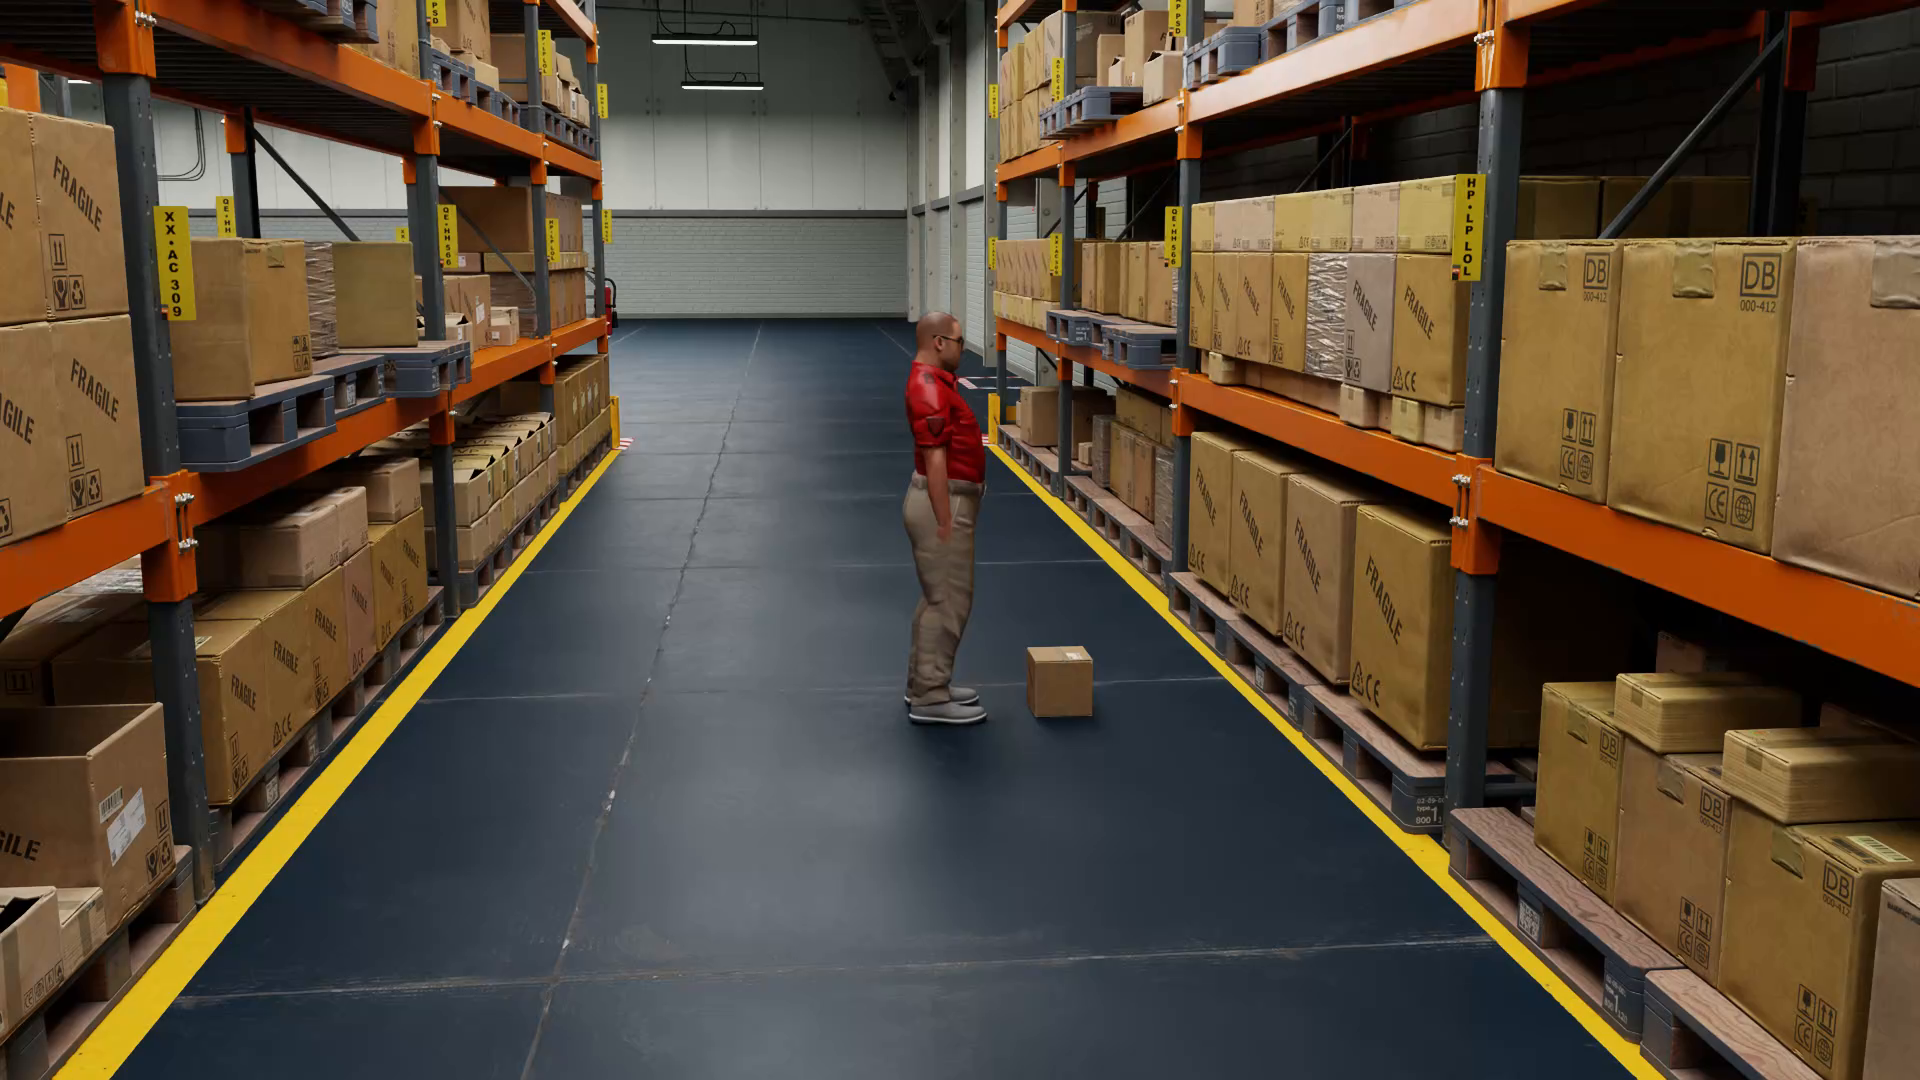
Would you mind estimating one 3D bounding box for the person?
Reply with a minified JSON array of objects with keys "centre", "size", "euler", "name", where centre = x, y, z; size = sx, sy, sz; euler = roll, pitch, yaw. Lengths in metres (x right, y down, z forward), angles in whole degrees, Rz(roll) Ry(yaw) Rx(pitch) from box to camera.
[{"centre":[-0.063,-0.103,7.066],"size":[0.360,1.722,0.528],"euler":[-1,10,-5],"name":"person"}]
